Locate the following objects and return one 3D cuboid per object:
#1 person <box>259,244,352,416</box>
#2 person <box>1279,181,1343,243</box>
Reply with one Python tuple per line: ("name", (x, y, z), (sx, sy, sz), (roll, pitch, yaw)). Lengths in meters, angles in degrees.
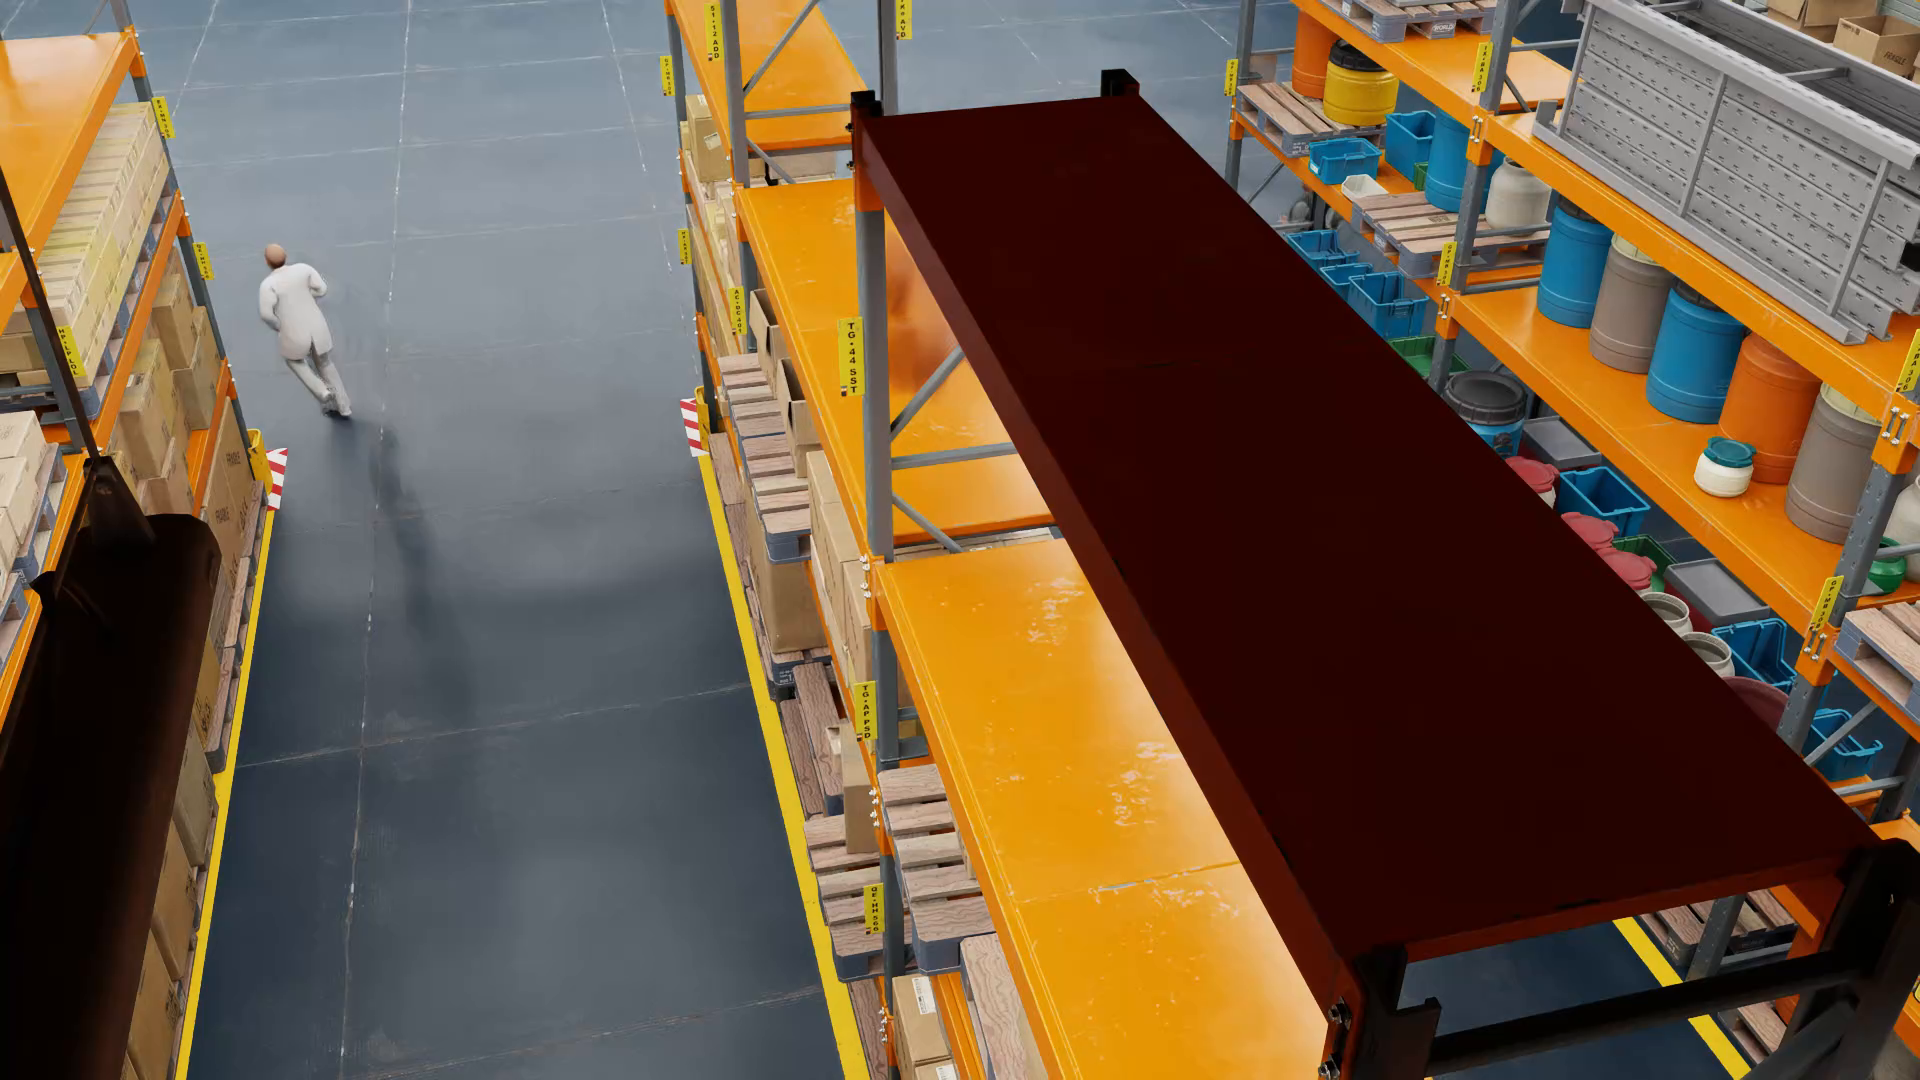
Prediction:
("person", (-6.147, -1.934, 15.389), (0.716, 1.764, 0.713), (-28, 43, -34))
("person", (3.514, -3.017, 16.984), (0.701, 1.684, 0.641), (20, 39, 26))
